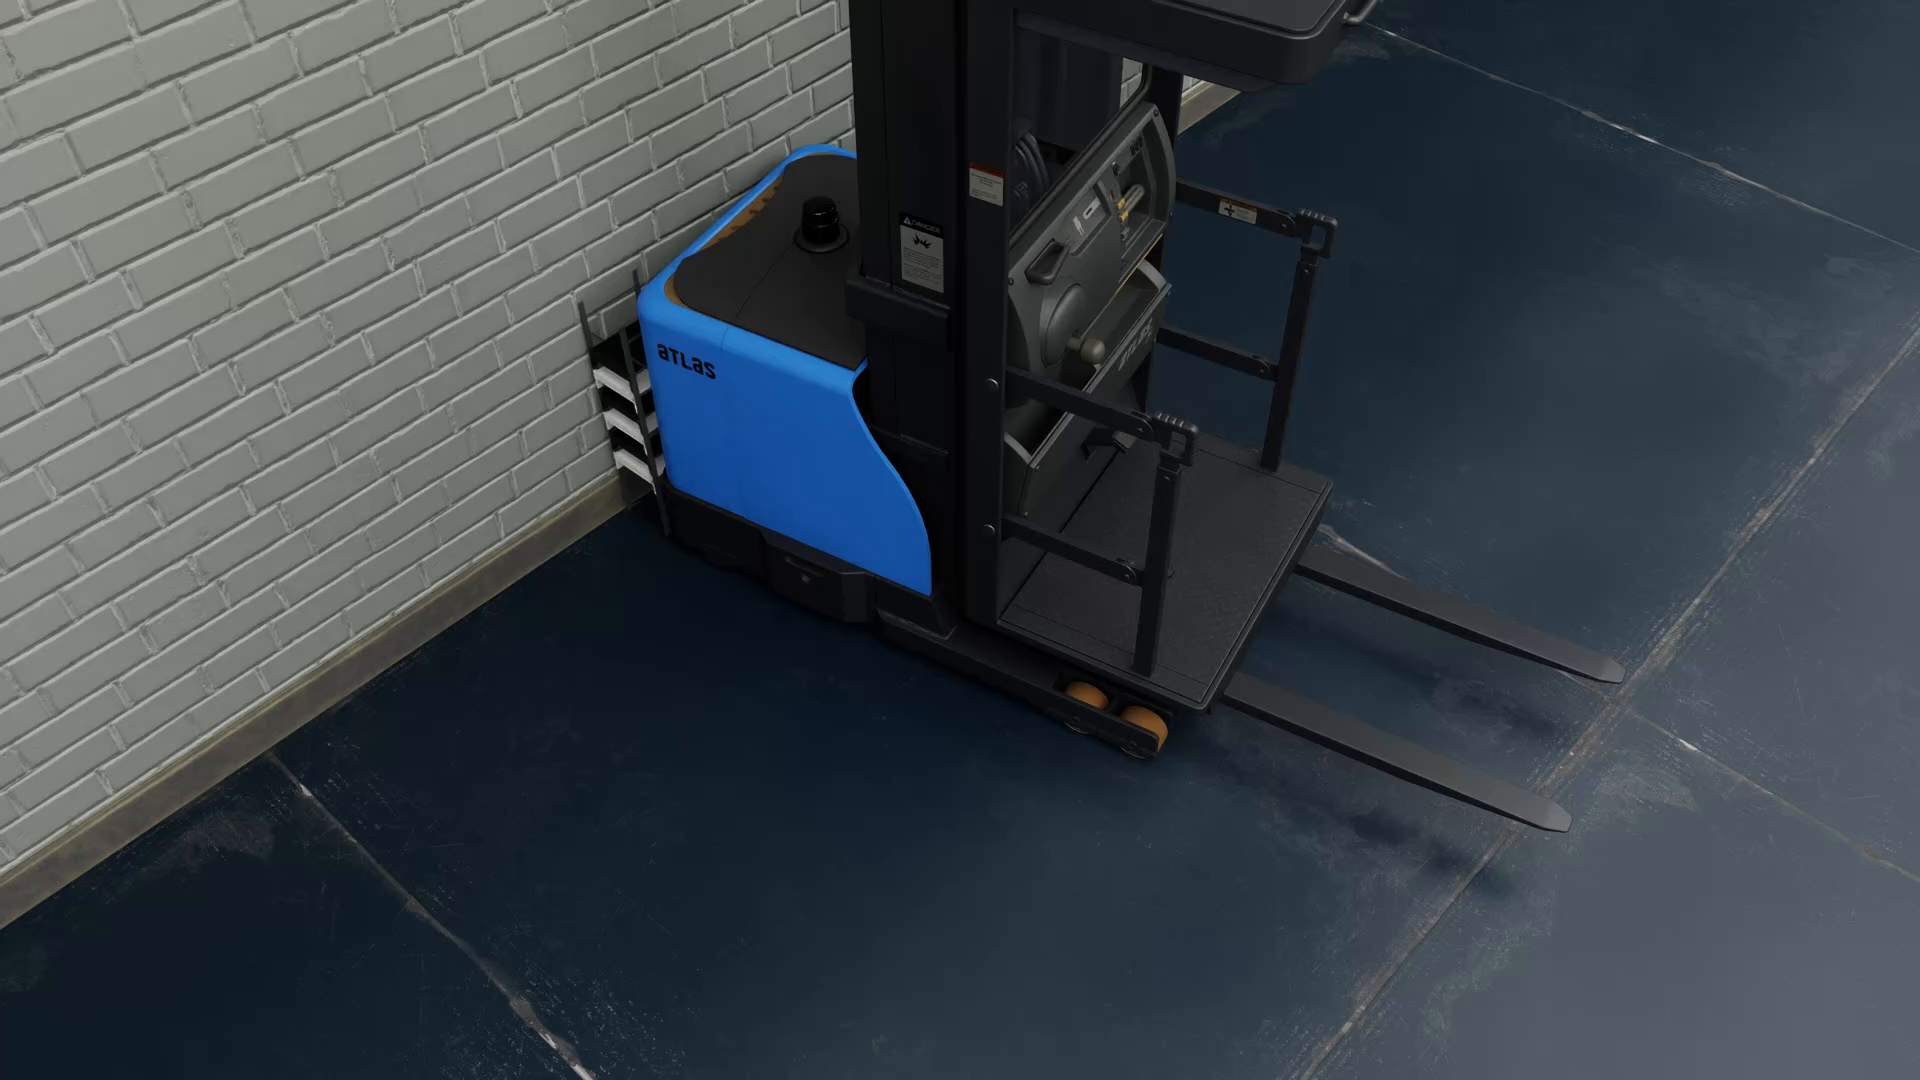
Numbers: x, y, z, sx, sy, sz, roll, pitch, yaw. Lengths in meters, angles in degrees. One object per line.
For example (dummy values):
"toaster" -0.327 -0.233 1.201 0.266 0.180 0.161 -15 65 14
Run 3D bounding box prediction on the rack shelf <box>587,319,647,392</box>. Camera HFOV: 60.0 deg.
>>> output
"rack shelf" -1.037 -0.608 5.372 0.200 0.077 0.258 31 55 29

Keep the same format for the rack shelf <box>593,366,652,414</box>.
"rack shelf" -1.034 -0.545 5.436 0.200 0.077 0.258 31 55 29

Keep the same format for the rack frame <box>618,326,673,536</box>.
"rack frame" -0.953 -0.396 5.491 0.006 0.900 0.240 31 55 29

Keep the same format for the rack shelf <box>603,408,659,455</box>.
"rack shelf" -1.027 -0.419 5.564 0.200 0.077 0.258 31 55 29

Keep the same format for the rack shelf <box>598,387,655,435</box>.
"rack shelf" -1.030 -0.482 5.500 0.200 0.077 0.258 31 55 29

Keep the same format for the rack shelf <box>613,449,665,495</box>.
"rack shelf" -1.021 -0.292 5.692 0.200 0.077 0.258 31 55 29

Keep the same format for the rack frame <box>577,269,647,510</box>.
"rack frame" -1.104 -0.489 5.590 0.006 0.900 0.240 31 55 29

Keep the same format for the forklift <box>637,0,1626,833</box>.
"forklift" 0.549 -0.779 4.471 3.031 2.935 1.130 22 51 19

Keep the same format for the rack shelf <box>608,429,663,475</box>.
"rack shelf" -1.024 -0.356 5.628 0.200 0.077 0.258 31 55 29

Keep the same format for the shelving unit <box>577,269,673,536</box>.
"shelving unit" -1.029 -0.442 5.541 0.210 0.900 0.258 31 55 29
